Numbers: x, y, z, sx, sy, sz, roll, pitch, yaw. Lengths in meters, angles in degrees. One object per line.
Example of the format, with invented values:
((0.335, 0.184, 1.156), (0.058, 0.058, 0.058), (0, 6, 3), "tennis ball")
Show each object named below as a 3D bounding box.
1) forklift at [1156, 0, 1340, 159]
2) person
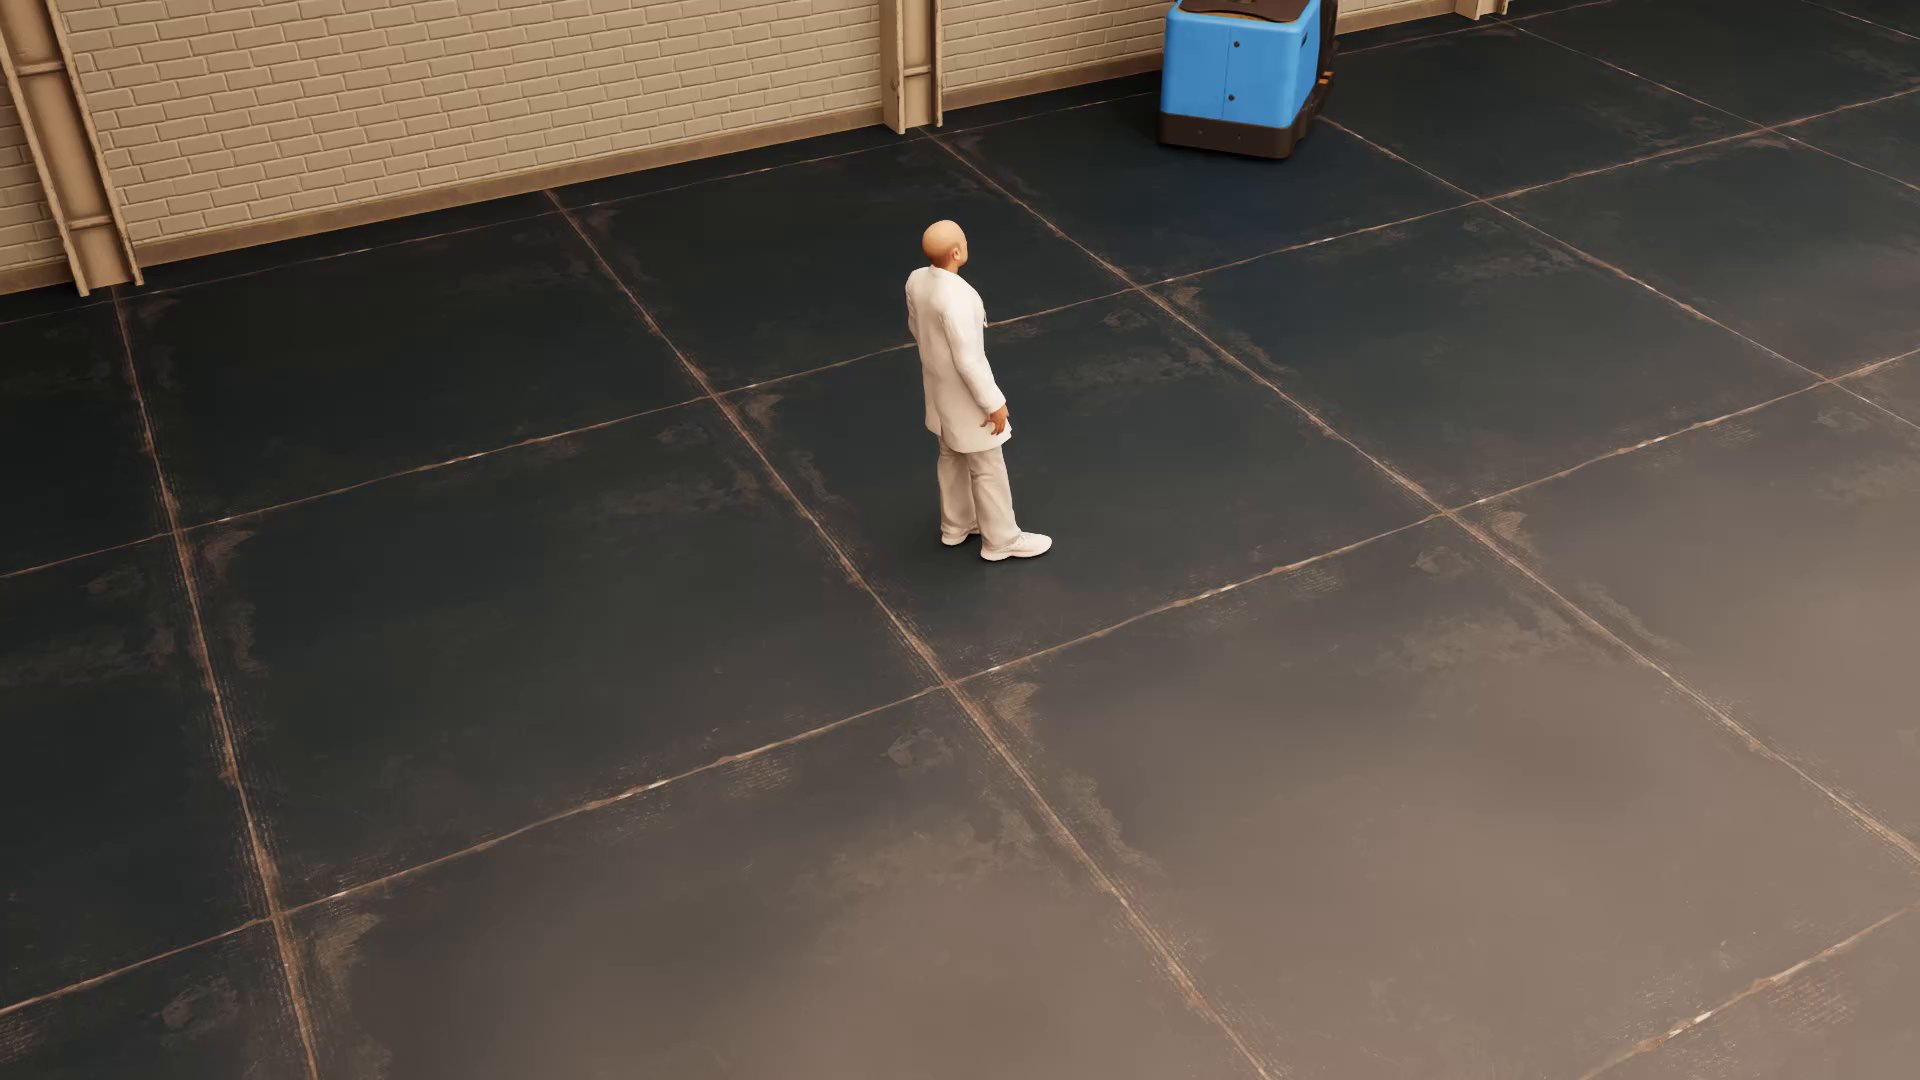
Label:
((2.519, -4.943, 13.115), (1.130, 2.935, 3.031), (12, 37, 17), "forklift")
((0.082, -0.753, 8.176), (0.581, 1.775, 0.696), (-17, 39, -23), "person")
